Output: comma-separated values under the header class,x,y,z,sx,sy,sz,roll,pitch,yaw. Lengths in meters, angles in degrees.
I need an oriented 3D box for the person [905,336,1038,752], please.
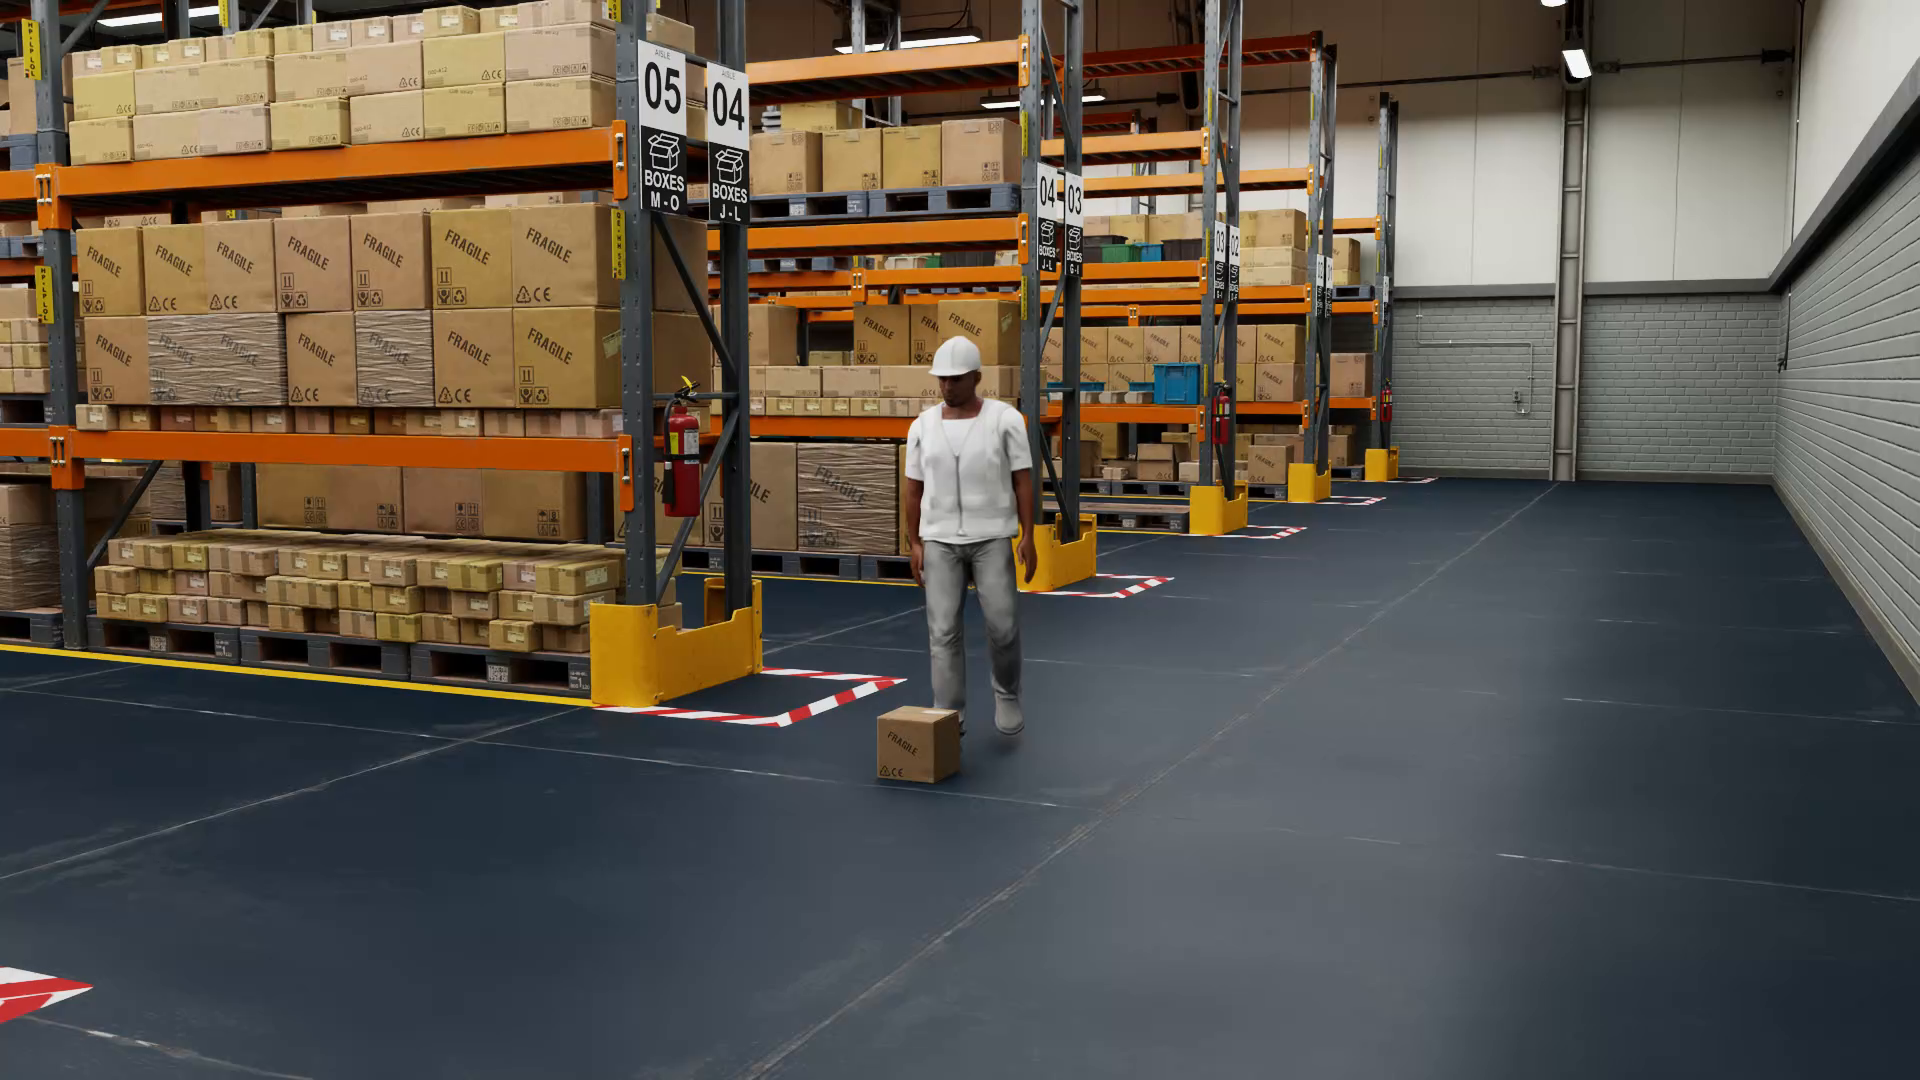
class,x,y,z,sx,sy,sz,roll,pitch,yaw
person,0.026,0.021,7.061,0.604,1.765,0.672,1,6,13
